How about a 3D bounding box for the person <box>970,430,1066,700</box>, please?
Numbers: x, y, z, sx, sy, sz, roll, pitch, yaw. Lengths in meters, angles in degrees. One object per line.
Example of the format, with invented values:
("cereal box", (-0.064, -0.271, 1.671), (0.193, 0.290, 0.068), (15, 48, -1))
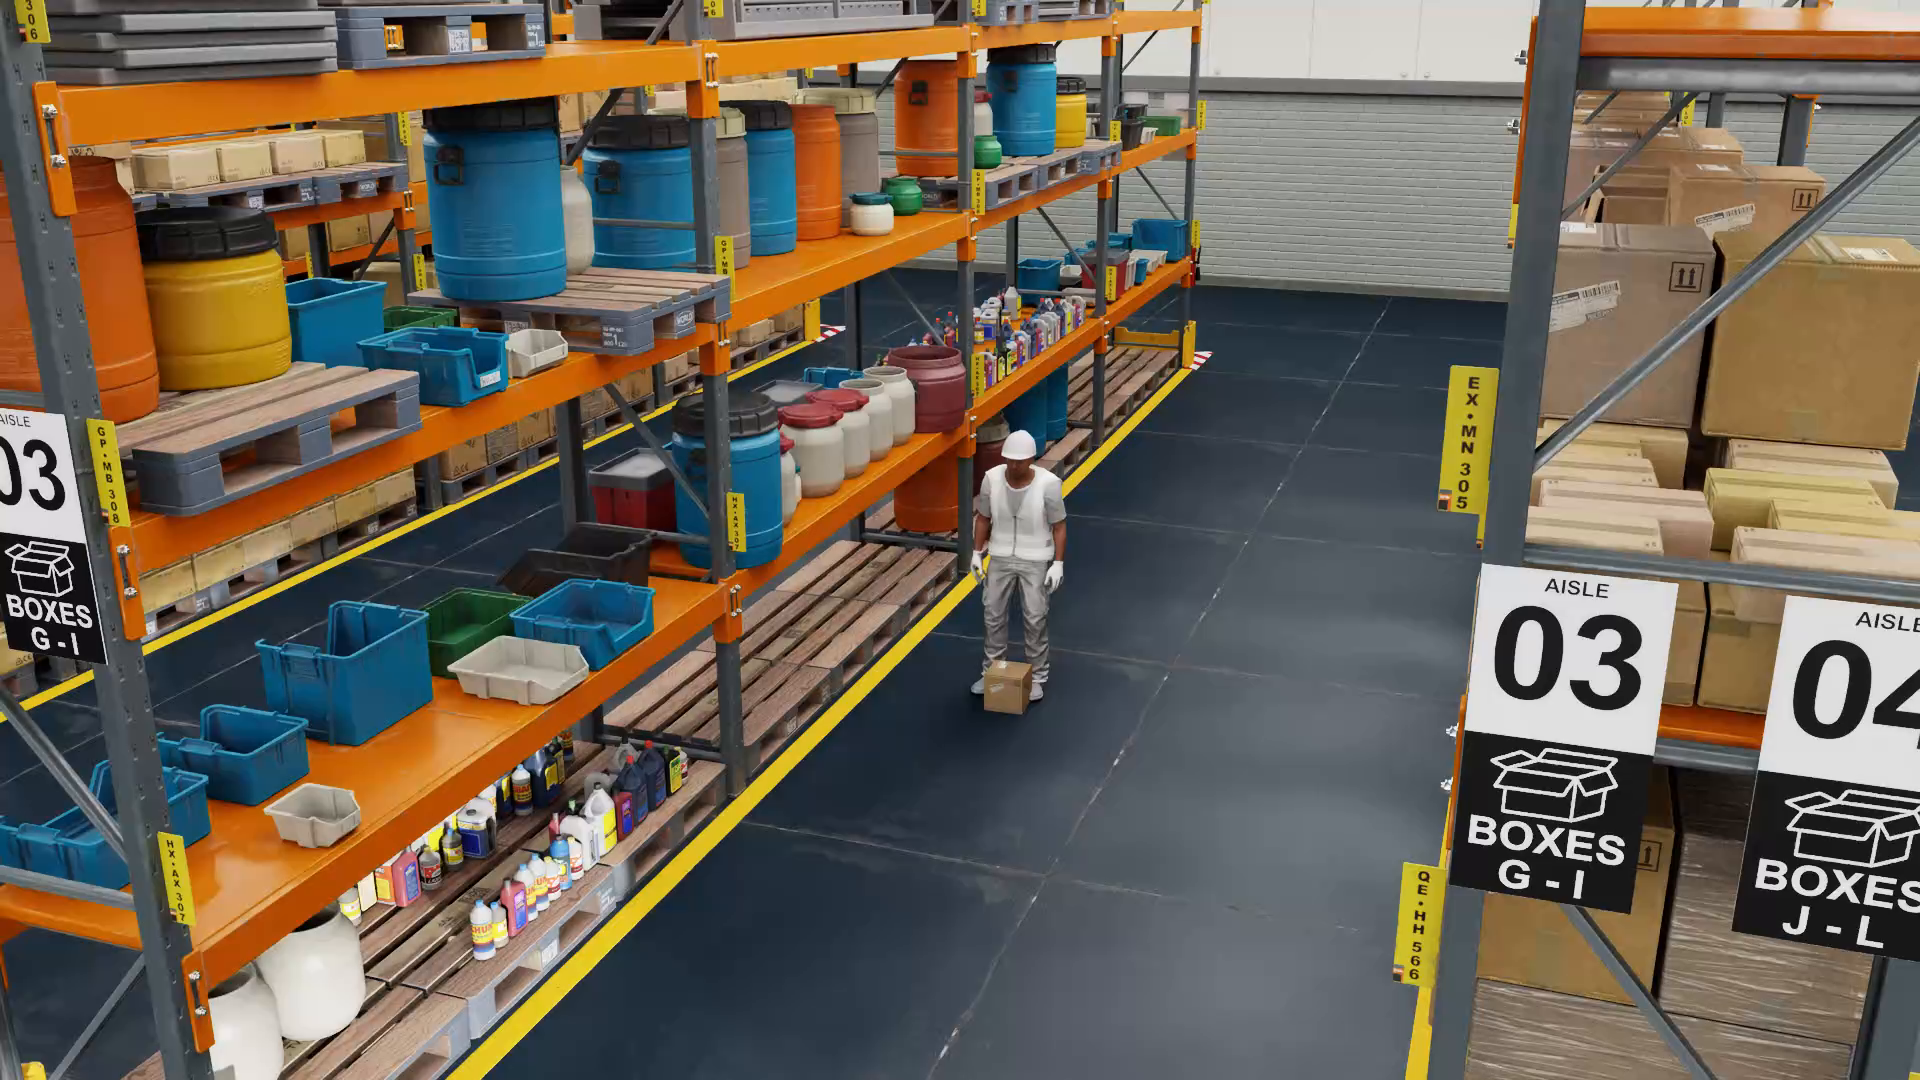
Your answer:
("person", (0.366, 0.147, 10.605), (0.615, 1.773, 0.451), (6, 19, 18))
